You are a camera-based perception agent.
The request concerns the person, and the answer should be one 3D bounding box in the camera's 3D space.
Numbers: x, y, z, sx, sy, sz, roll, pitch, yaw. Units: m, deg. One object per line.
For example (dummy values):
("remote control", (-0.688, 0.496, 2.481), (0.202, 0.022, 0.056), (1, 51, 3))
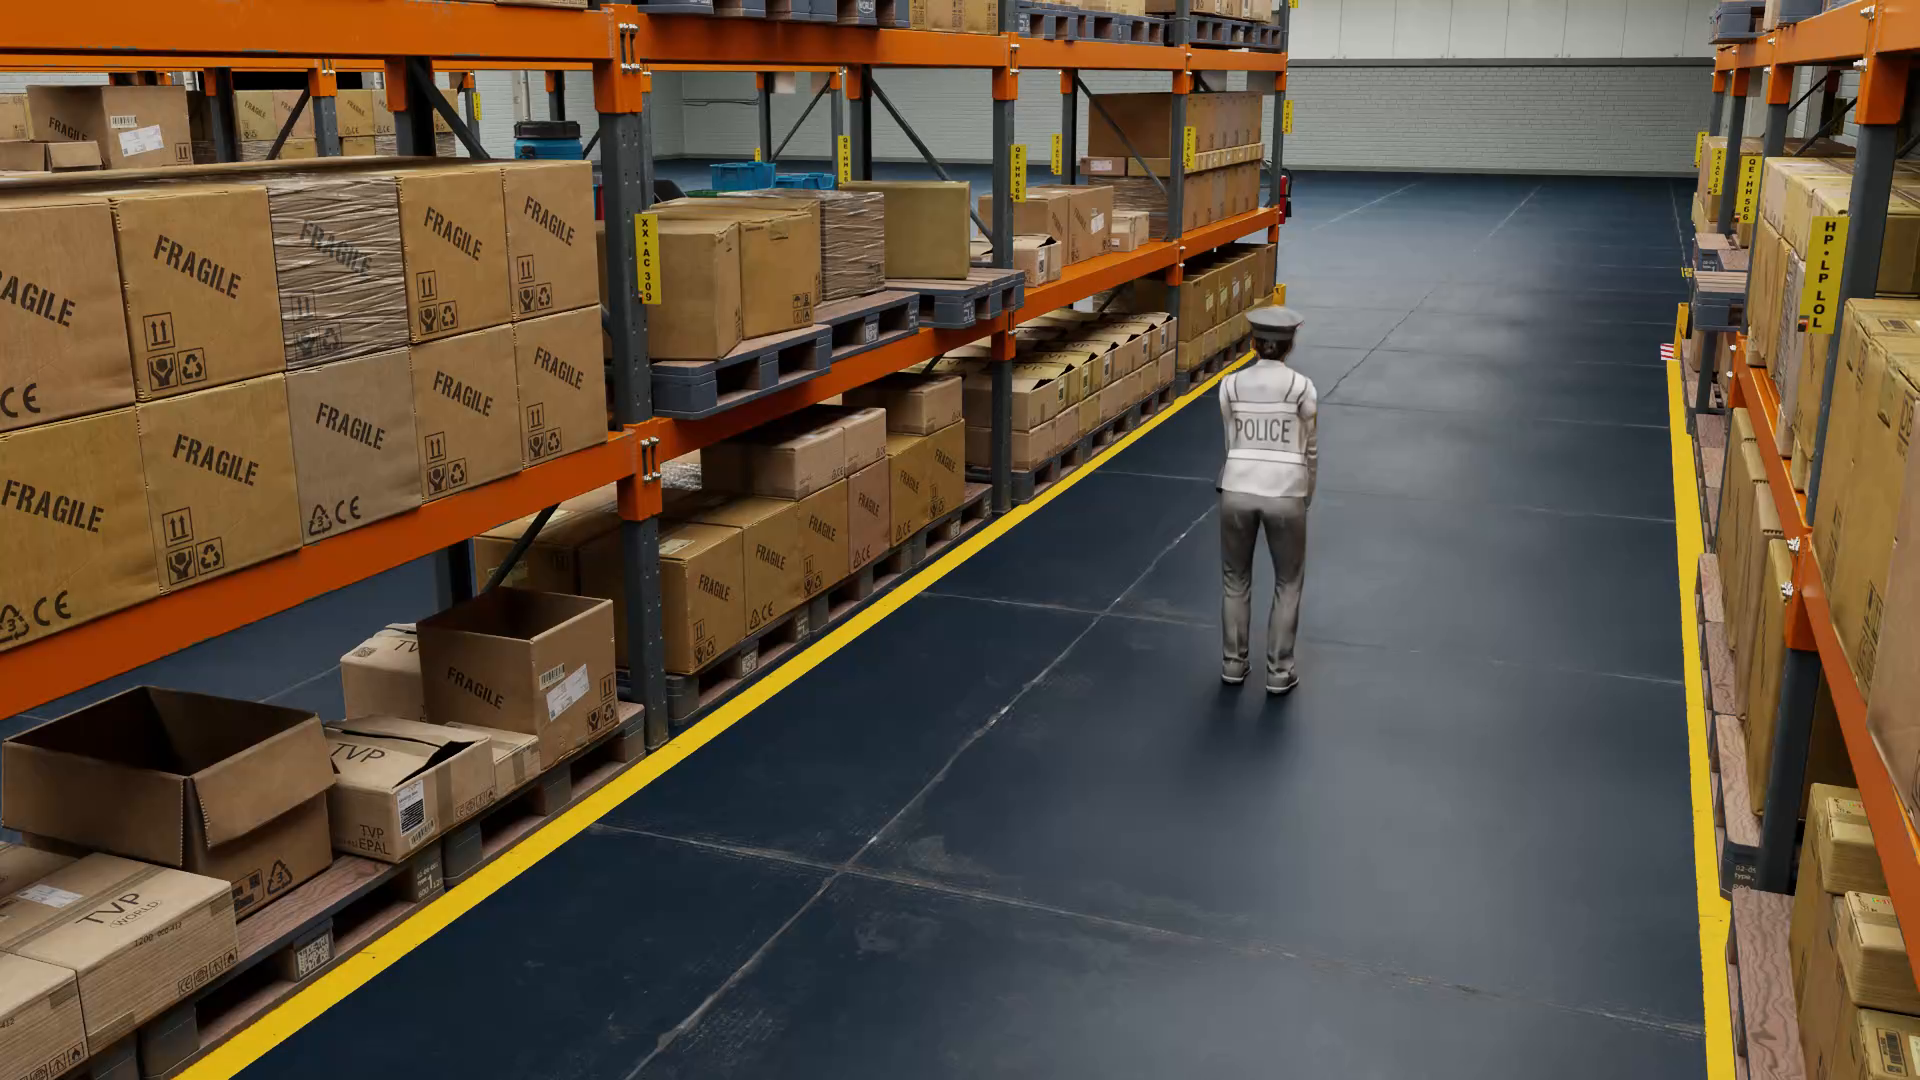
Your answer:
("person", (1.318, -0.176, 7.204), (0.415, 1.647, 0.551), (6, 17, 20))
